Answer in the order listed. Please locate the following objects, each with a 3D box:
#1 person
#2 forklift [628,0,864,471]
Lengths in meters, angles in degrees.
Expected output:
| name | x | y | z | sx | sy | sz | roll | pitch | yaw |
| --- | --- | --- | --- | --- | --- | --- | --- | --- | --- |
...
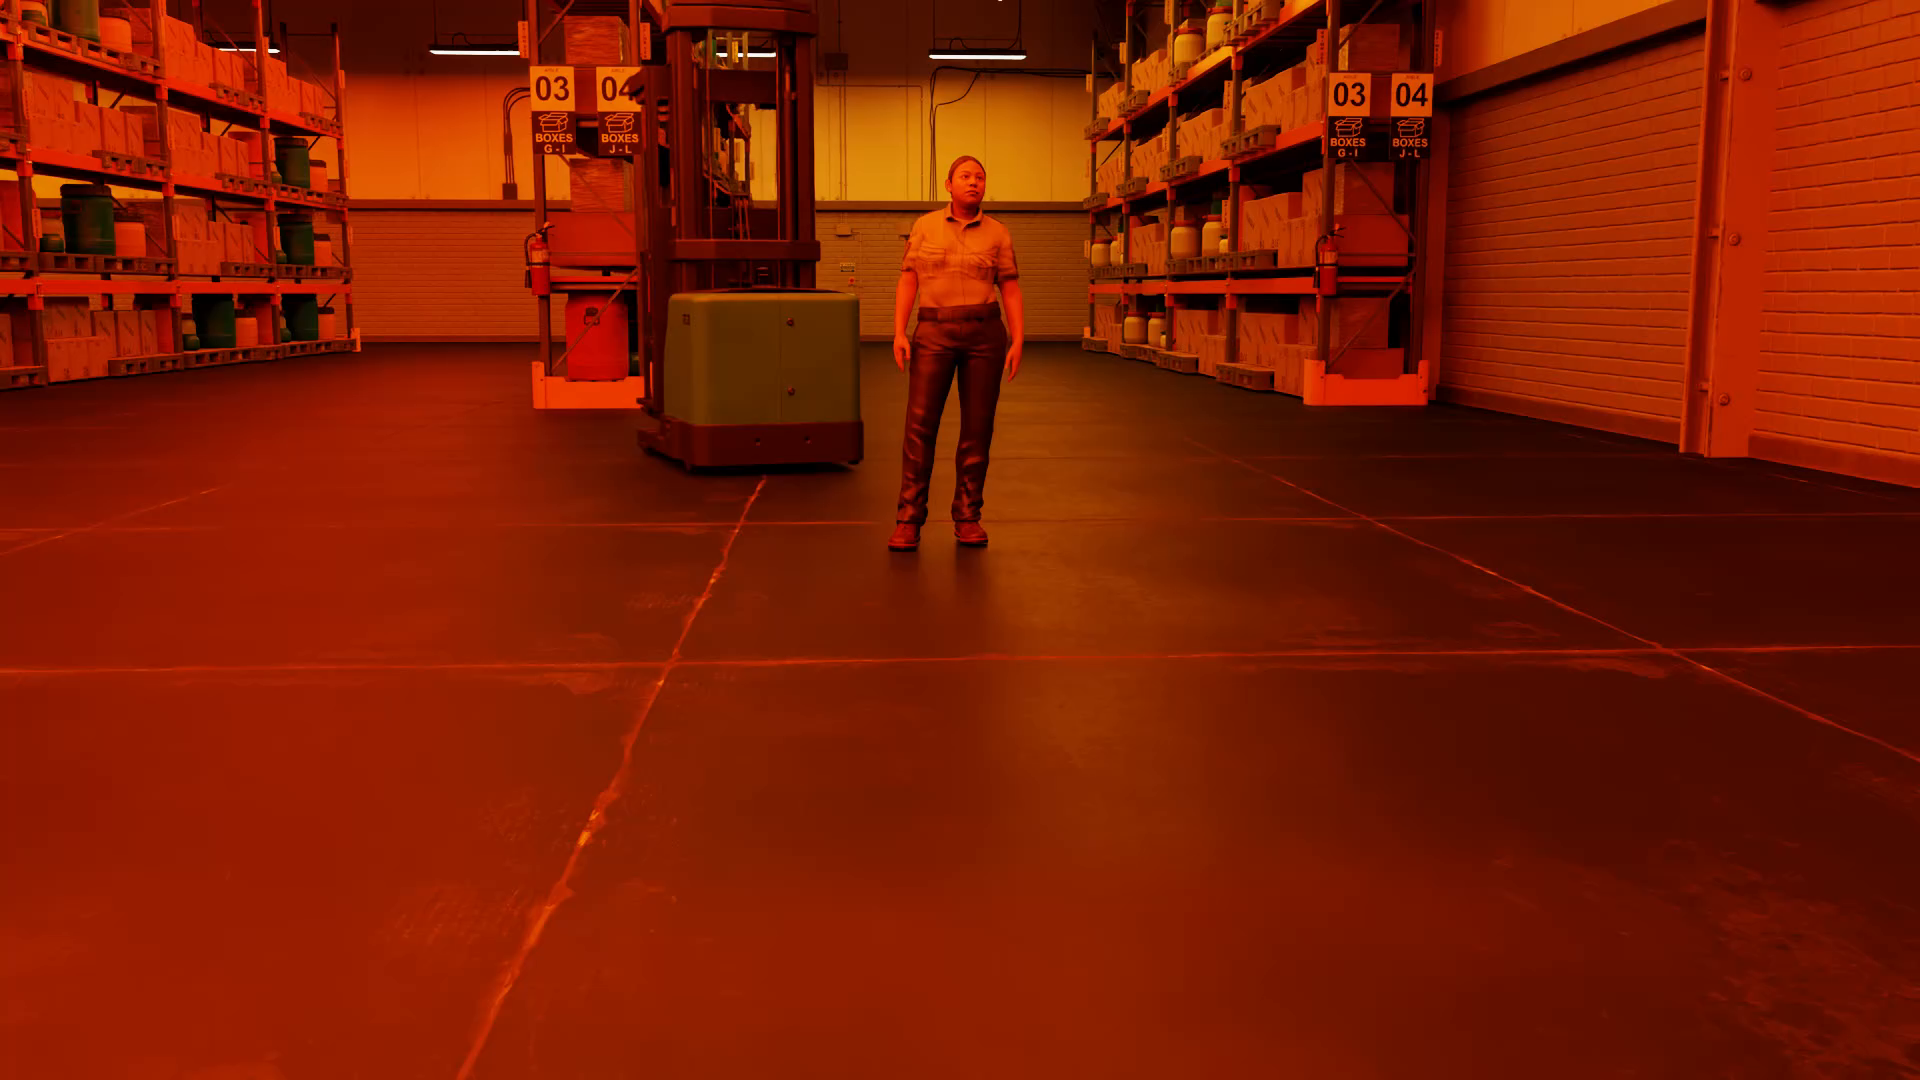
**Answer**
| name | x | y | z | sx | sy | sz | roll | pitch | yaw |
| --- | --- | --- | --- | --- | --- | --- | --- | --- | --- |
| person | -0.018 | -0.808 | 7.097 | 0.598 | 1.651 | 0.502 | -1 | 8 | -4 |
| forklift | -1.567 | -2.040 | 11.067 | 1.130 | 2.935 | 3.031 | -3 | 9 | -20 |
